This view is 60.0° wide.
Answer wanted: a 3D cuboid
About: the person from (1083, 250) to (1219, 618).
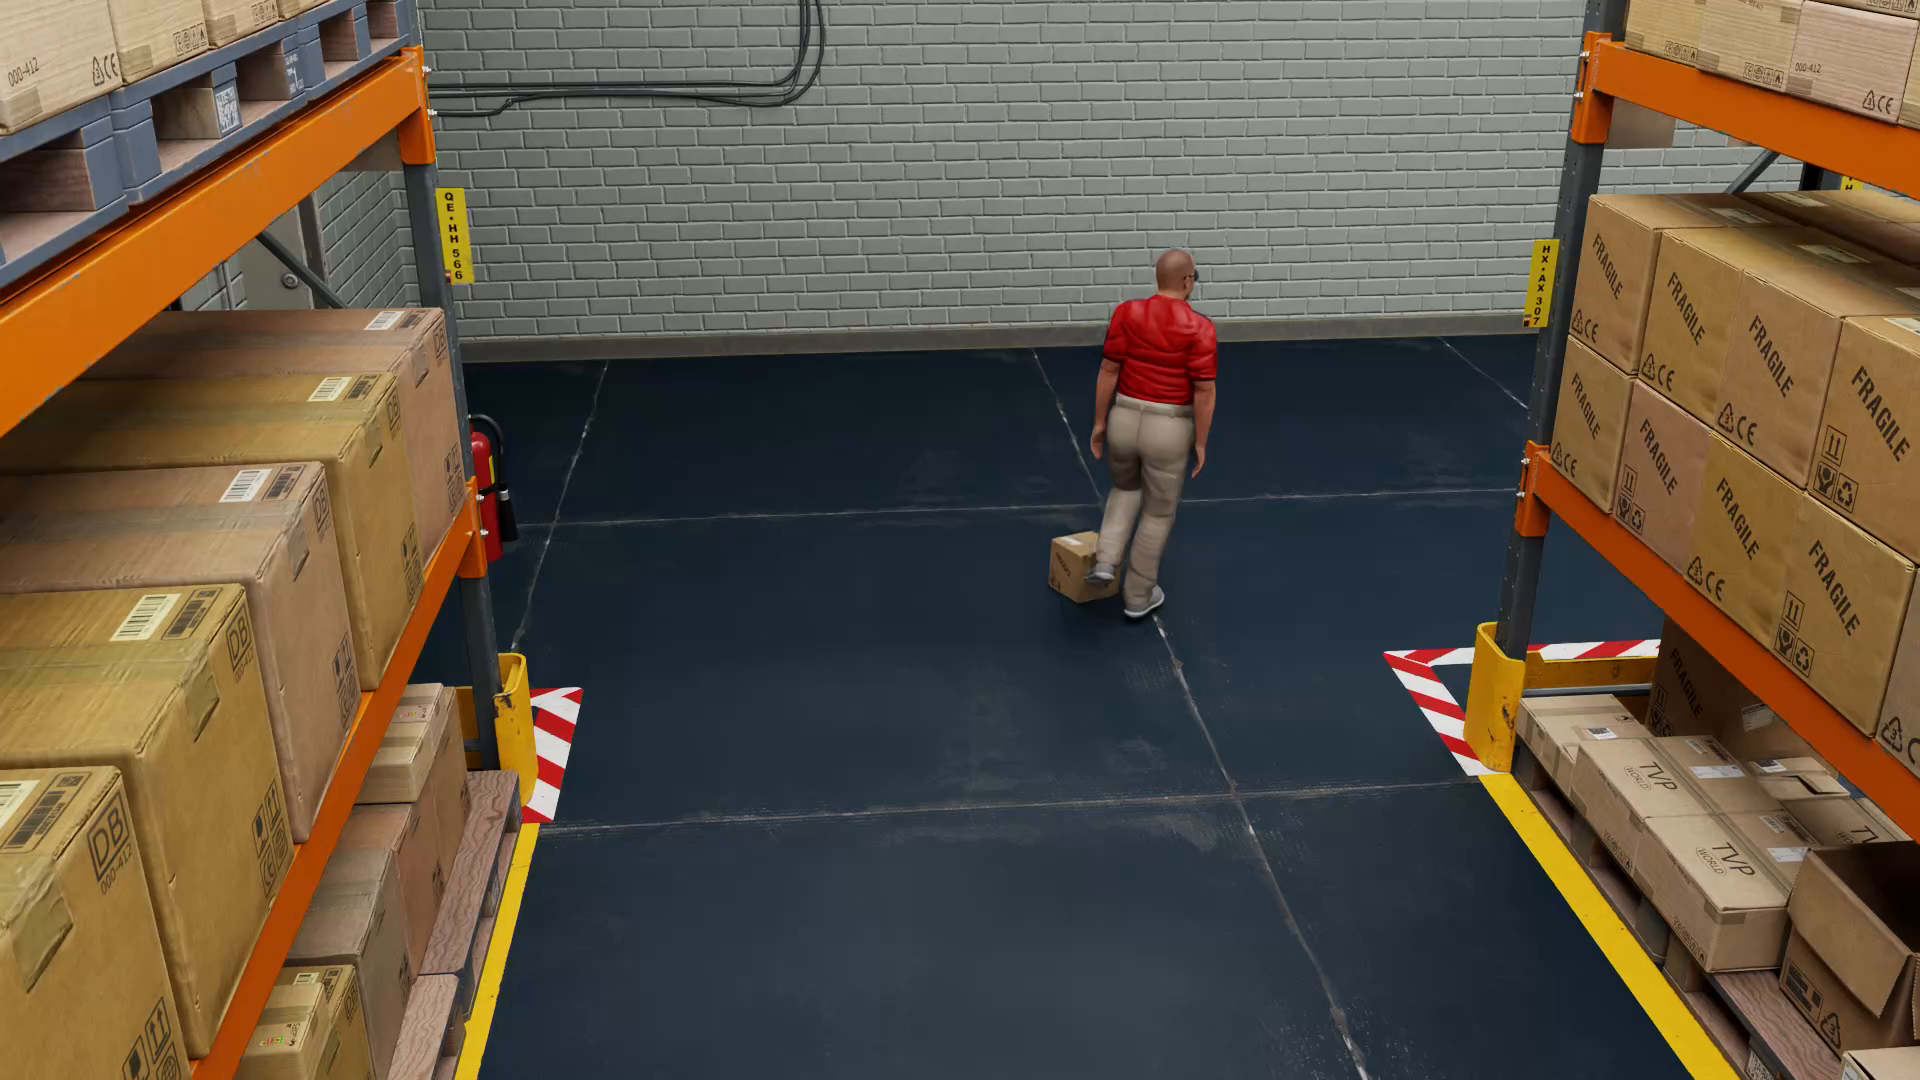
[{"bbox_3d":[0.885,-0.480,7.693,0.580,1.718,0.478,13,27,27],"label":"person"}]
